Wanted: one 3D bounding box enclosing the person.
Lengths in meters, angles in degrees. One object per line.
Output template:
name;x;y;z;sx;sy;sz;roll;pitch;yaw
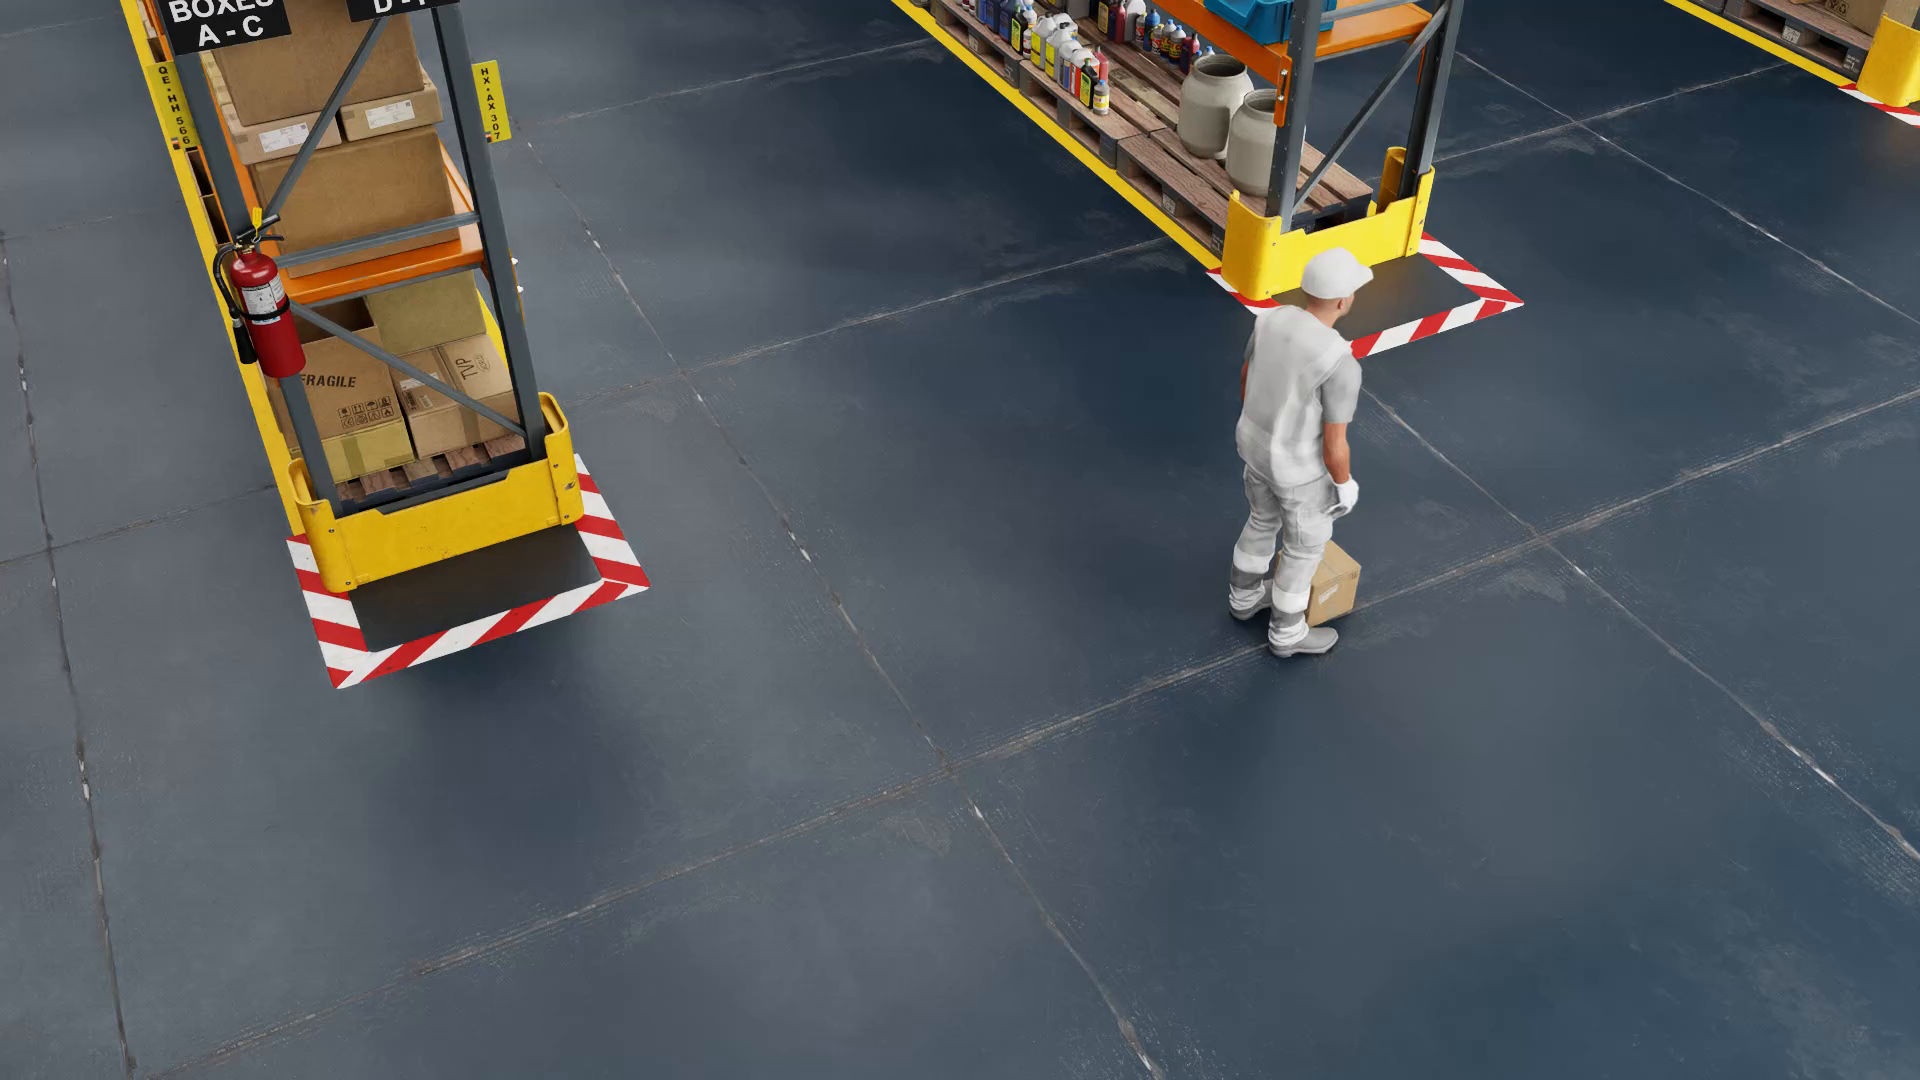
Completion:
person;1.318;-0.336;6.534;0.446;1.780;0.623;-21;45;-22
